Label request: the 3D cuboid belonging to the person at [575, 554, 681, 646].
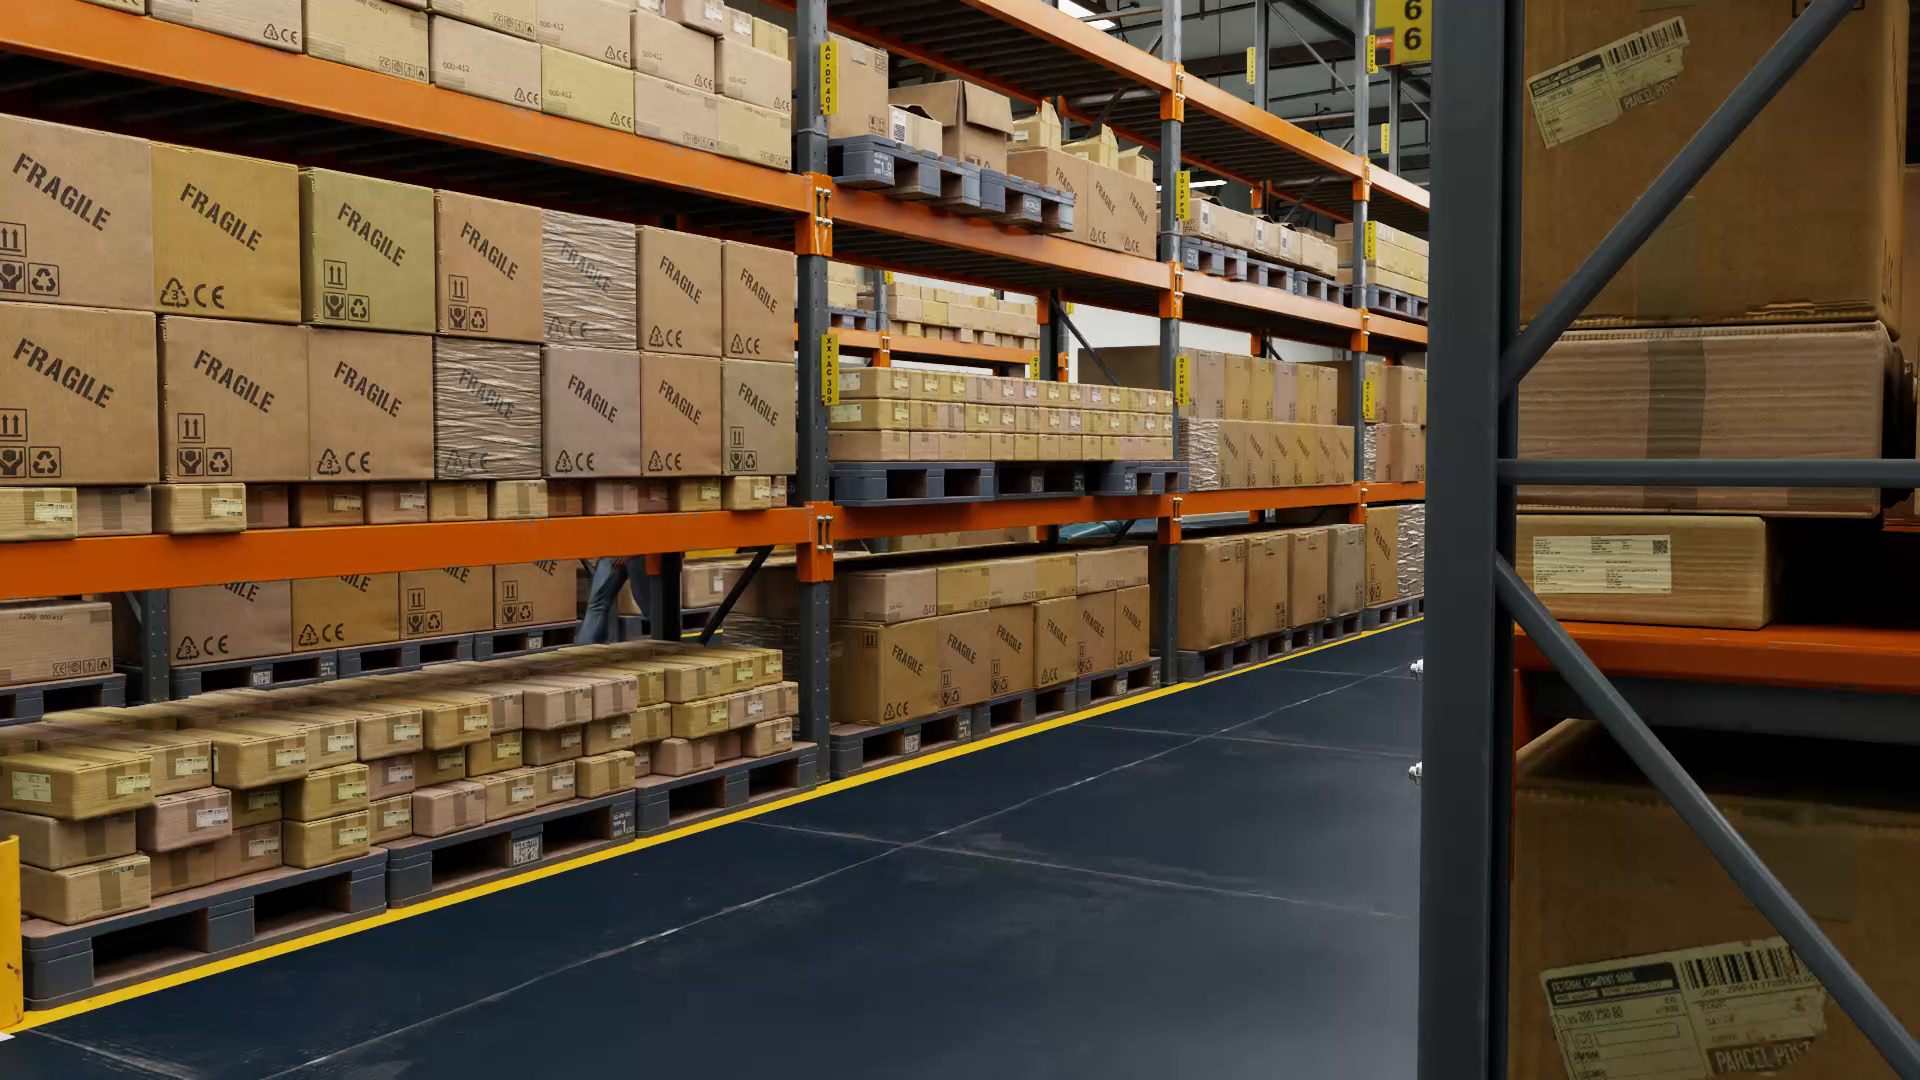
[{"bbox_3d":[-2.314,0.078,11.273,1.007,1.707,0.582,-3,4,-44],"label":"person"}]
